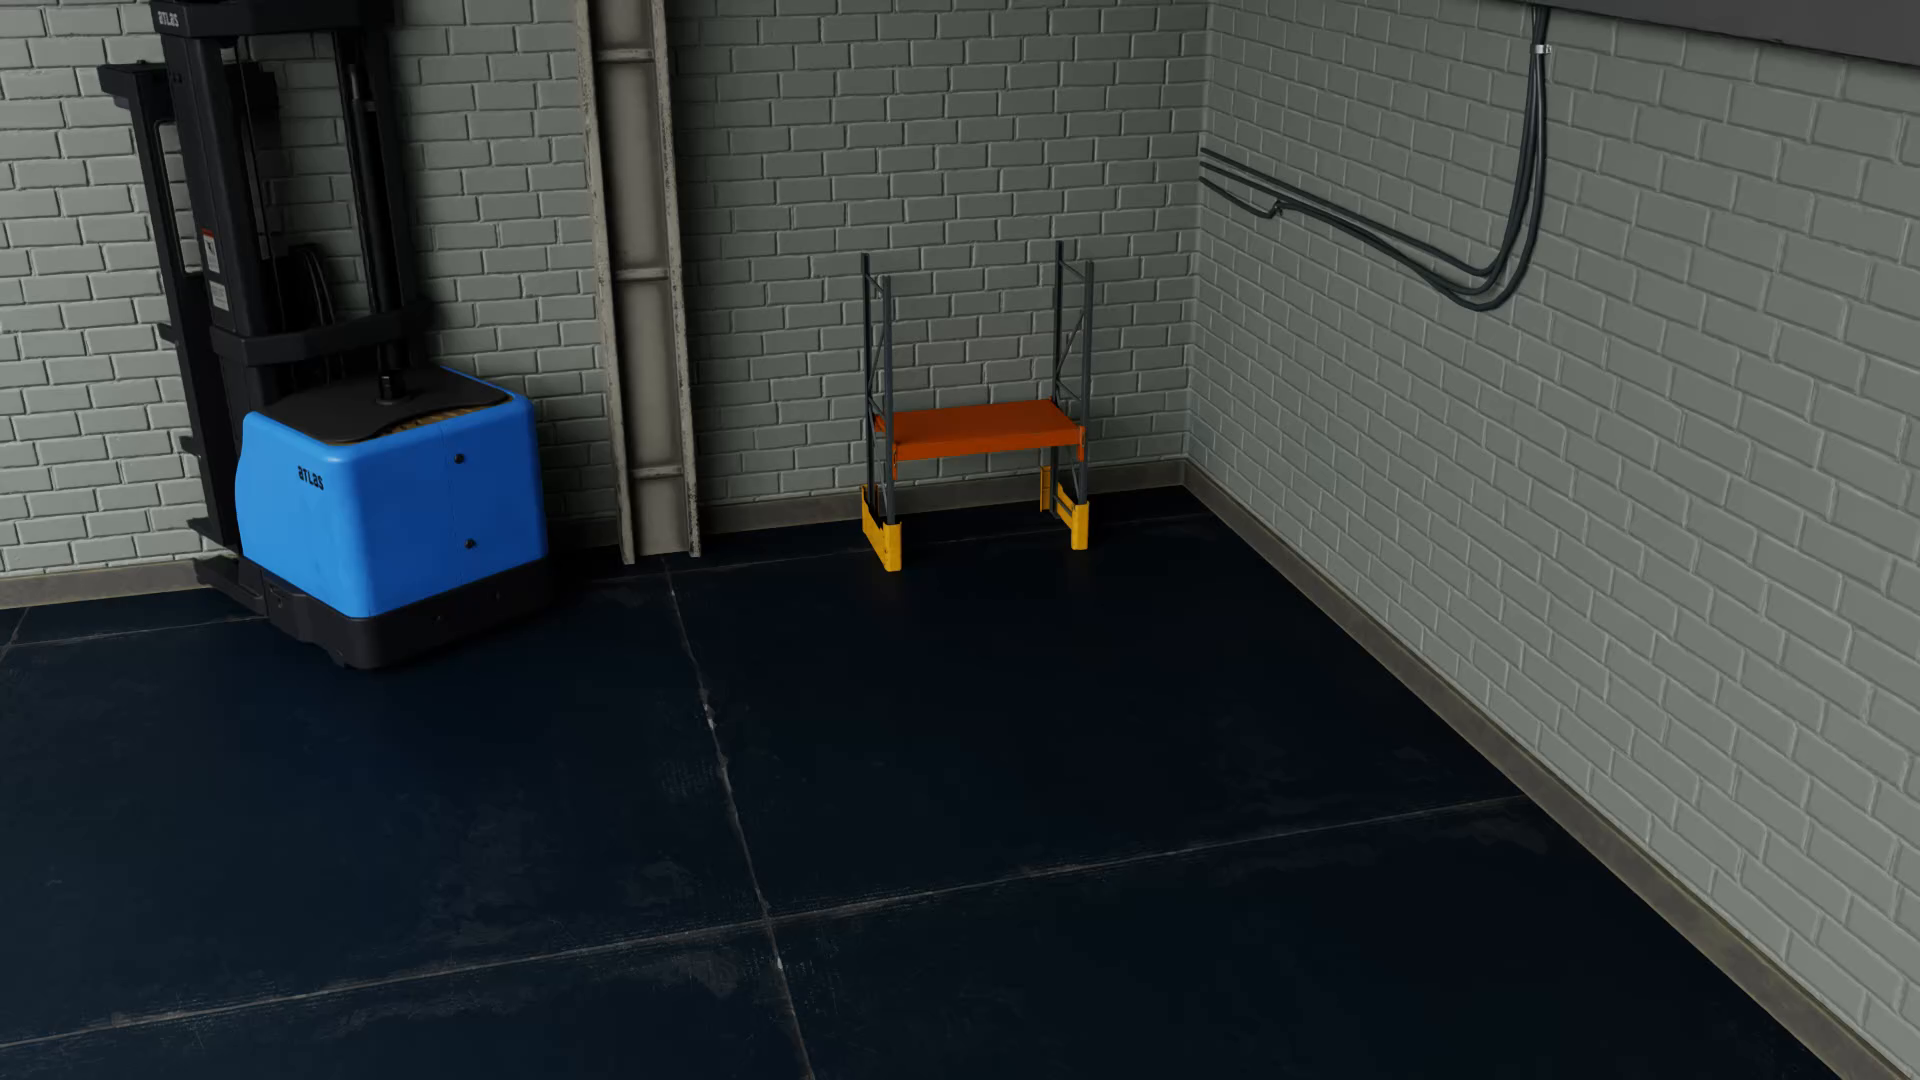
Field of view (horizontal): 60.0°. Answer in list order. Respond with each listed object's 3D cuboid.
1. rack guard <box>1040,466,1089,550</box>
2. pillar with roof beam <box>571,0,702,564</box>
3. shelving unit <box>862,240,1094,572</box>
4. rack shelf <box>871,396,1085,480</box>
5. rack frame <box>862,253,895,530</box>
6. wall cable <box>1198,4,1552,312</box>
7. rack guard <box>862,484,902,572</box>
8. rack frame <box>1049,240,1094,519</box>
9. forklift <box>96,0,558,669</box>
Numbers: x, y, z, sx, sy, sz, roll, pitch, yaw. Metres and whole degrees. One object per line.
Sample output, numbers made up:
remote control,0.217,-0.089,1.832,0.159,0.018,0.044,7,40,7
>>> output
rack guard,0.553,-0.176,8.843,0.087,0.250,0.587,-6,24,-14
pillar with roof beam,-0.397,-2.455,3.060,0.400,9.000,9.100,-6,24,-14
shelving unit,0.073,-0.697,8.473,1.083,1.500,0.587,-6,24,-14
rack shelf,0.082,-0.533,8.546,1.000,0.185,0.538,-6,24,-14
rack frame,-0.407,-0.644,8.349,0.032,1.500,0.500,-6,24,-14
wall cable,1.634,-2.475,7.043,0.112,2.526,3.097,-6,24,-14
rack guard,-0.406,-0.070,8.596,0.087,0.250,0.587,-6,24,-14
rack frame,0.572,-0.752,8.602,0.032,1.500,0.500,-6,24,-14
forklift,-3.341,-1.257,7.962,3.031,2.935,1.130,20,30,39
